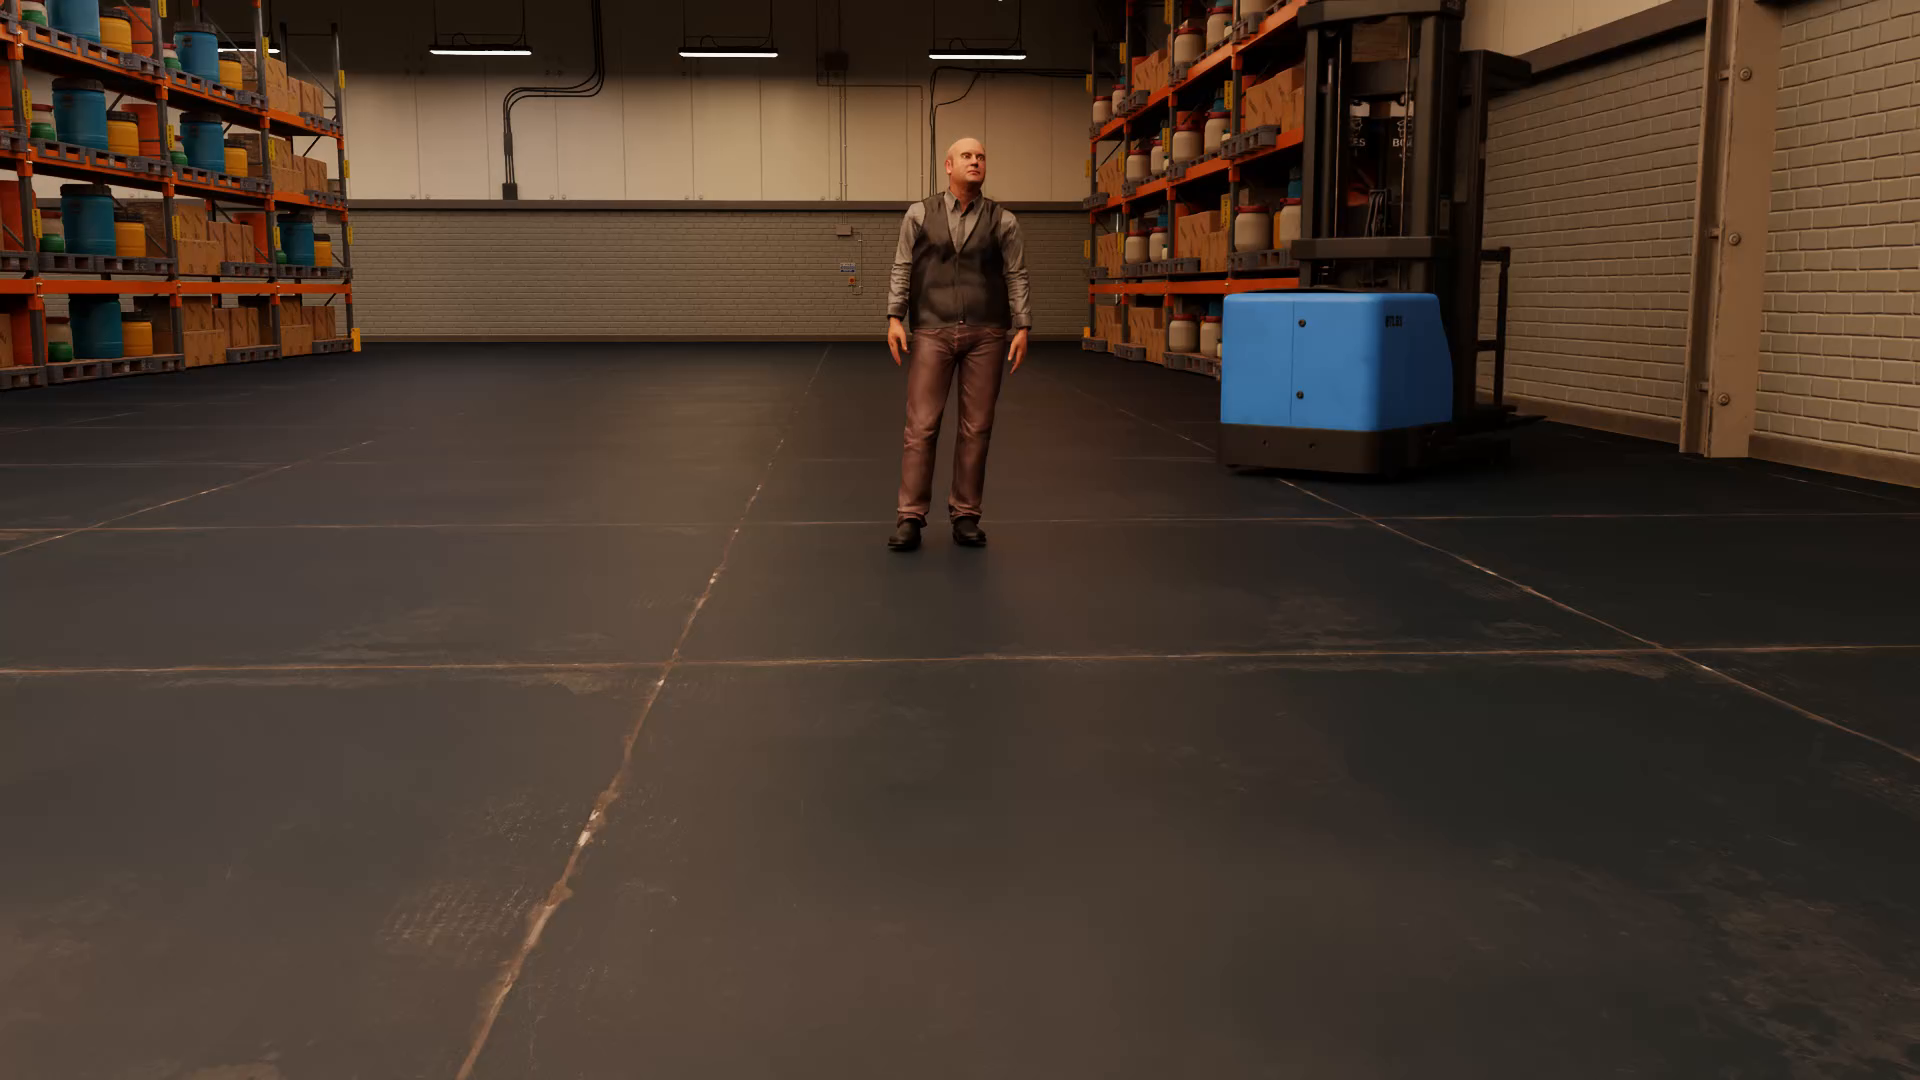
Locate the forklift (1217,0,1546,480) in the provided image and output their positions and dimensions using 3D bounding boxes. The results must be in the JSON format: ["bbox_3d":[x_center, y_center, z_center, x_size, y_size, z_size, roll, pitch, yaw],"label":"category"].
[{"bbox_3d":[2.869,-1.959,10.523,1.130,2.935,3.031,7,11,40],"label":"forklift"}]

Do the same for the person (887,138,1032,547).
[{"bbox_3d":[-0.003,-0.848,7.112,0.633,1.722,0.551,-1,8,-4],"label":"person"}]
